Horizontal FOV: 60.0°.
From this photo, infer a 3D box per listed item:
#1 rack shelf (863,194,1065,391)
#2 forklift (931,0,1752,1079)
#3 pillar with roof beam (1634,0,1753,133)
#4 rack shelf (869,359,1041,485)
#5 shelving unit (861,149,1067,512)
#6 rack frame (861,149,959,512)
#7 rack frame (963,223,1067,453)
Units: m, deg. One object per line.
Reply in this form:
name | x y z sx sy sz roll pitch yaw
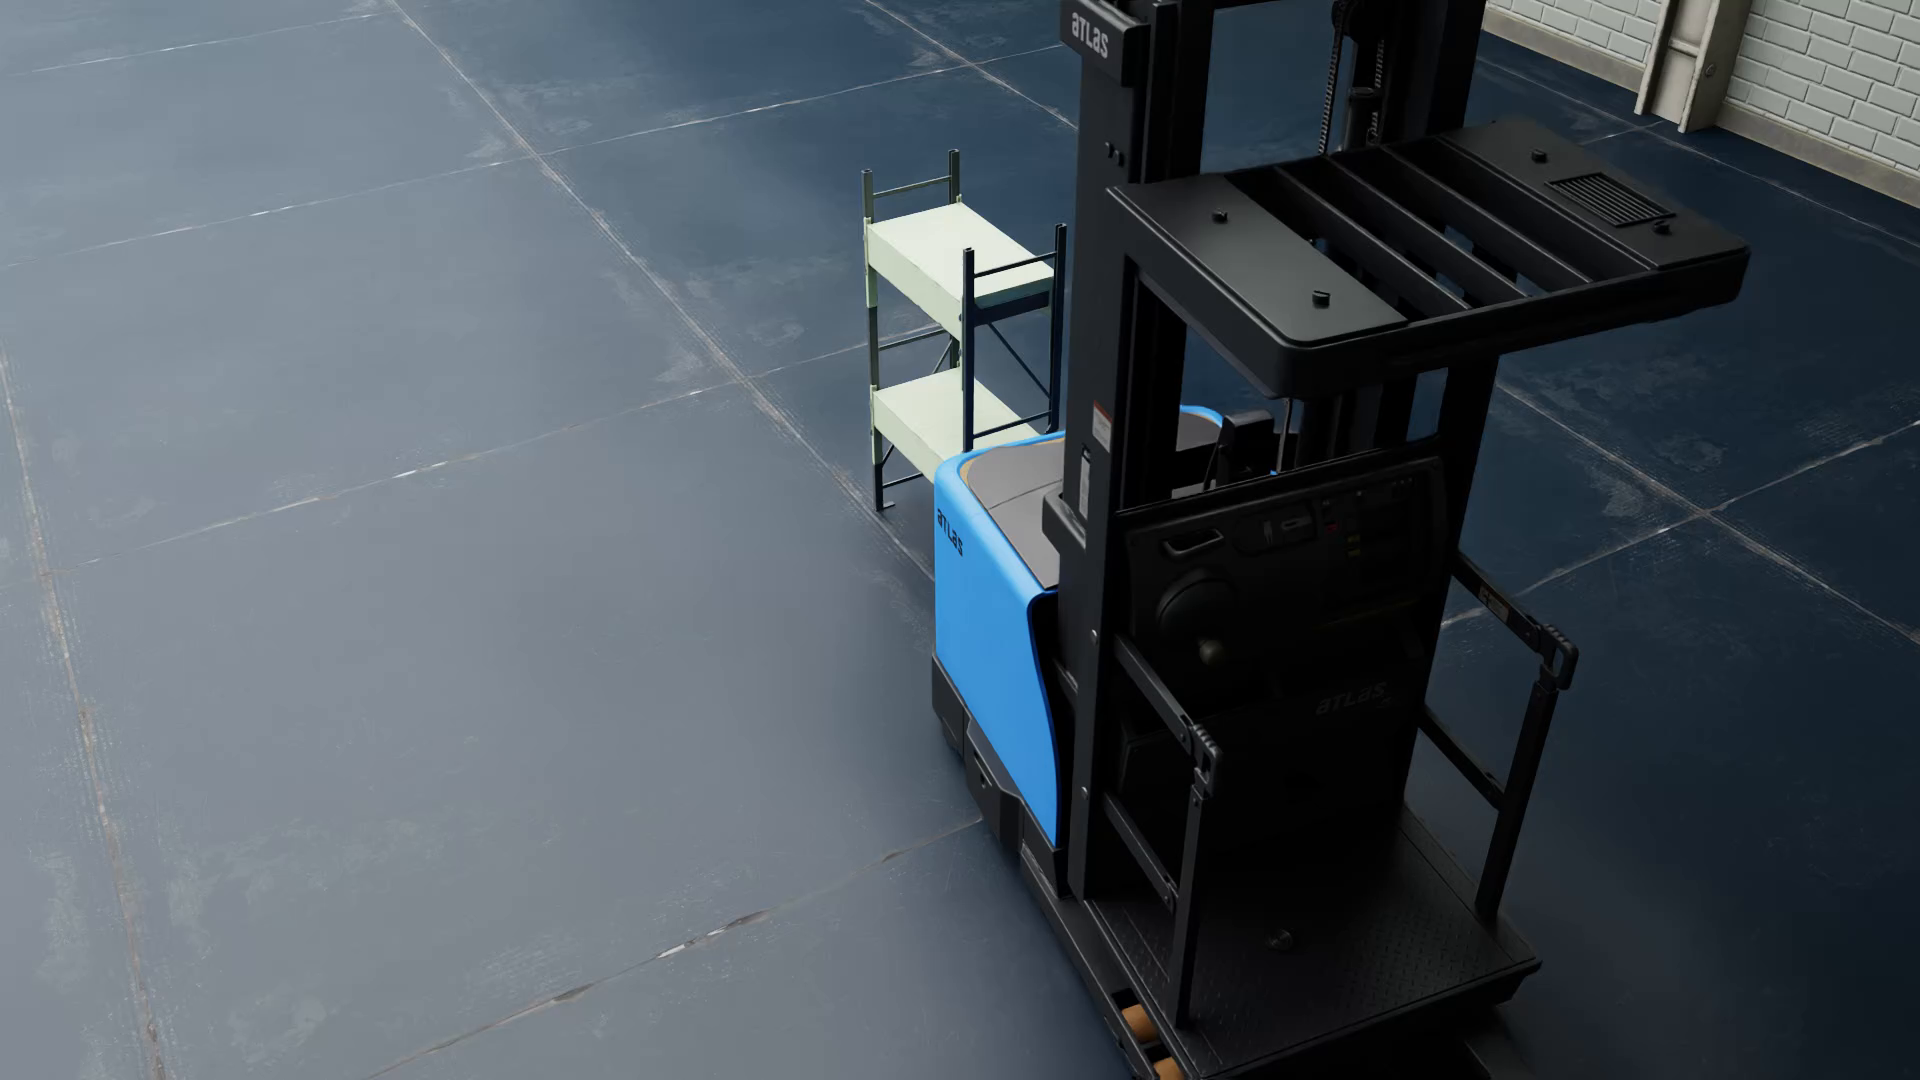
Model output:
rack shelf | 0.003 -0.917 6.073 0.431 0.370 0.720 -19 40 -24
forklift | 0.928 0.120 4.101 1.130 2.935 3.031 -14 38 -18
pillar with roof beam | 0.731 -4.985 5.946 9.100 9.000 0.400 -19 40 -24
rack shelf | 0.003 -0.339 6.495 0.431 0.370 0.720 -19 40 -24
shelving unit | 0.003 -0.602 6.303 0.431 1.500 0.755 -19 40 -24
rack frame | -0.181 -0.789 6.559 0.400 1.500 0.023 -19 40 -24
rack frame | 0.187 -0.416 6.047 0.400 1.500 0.023 -19 40 -24
